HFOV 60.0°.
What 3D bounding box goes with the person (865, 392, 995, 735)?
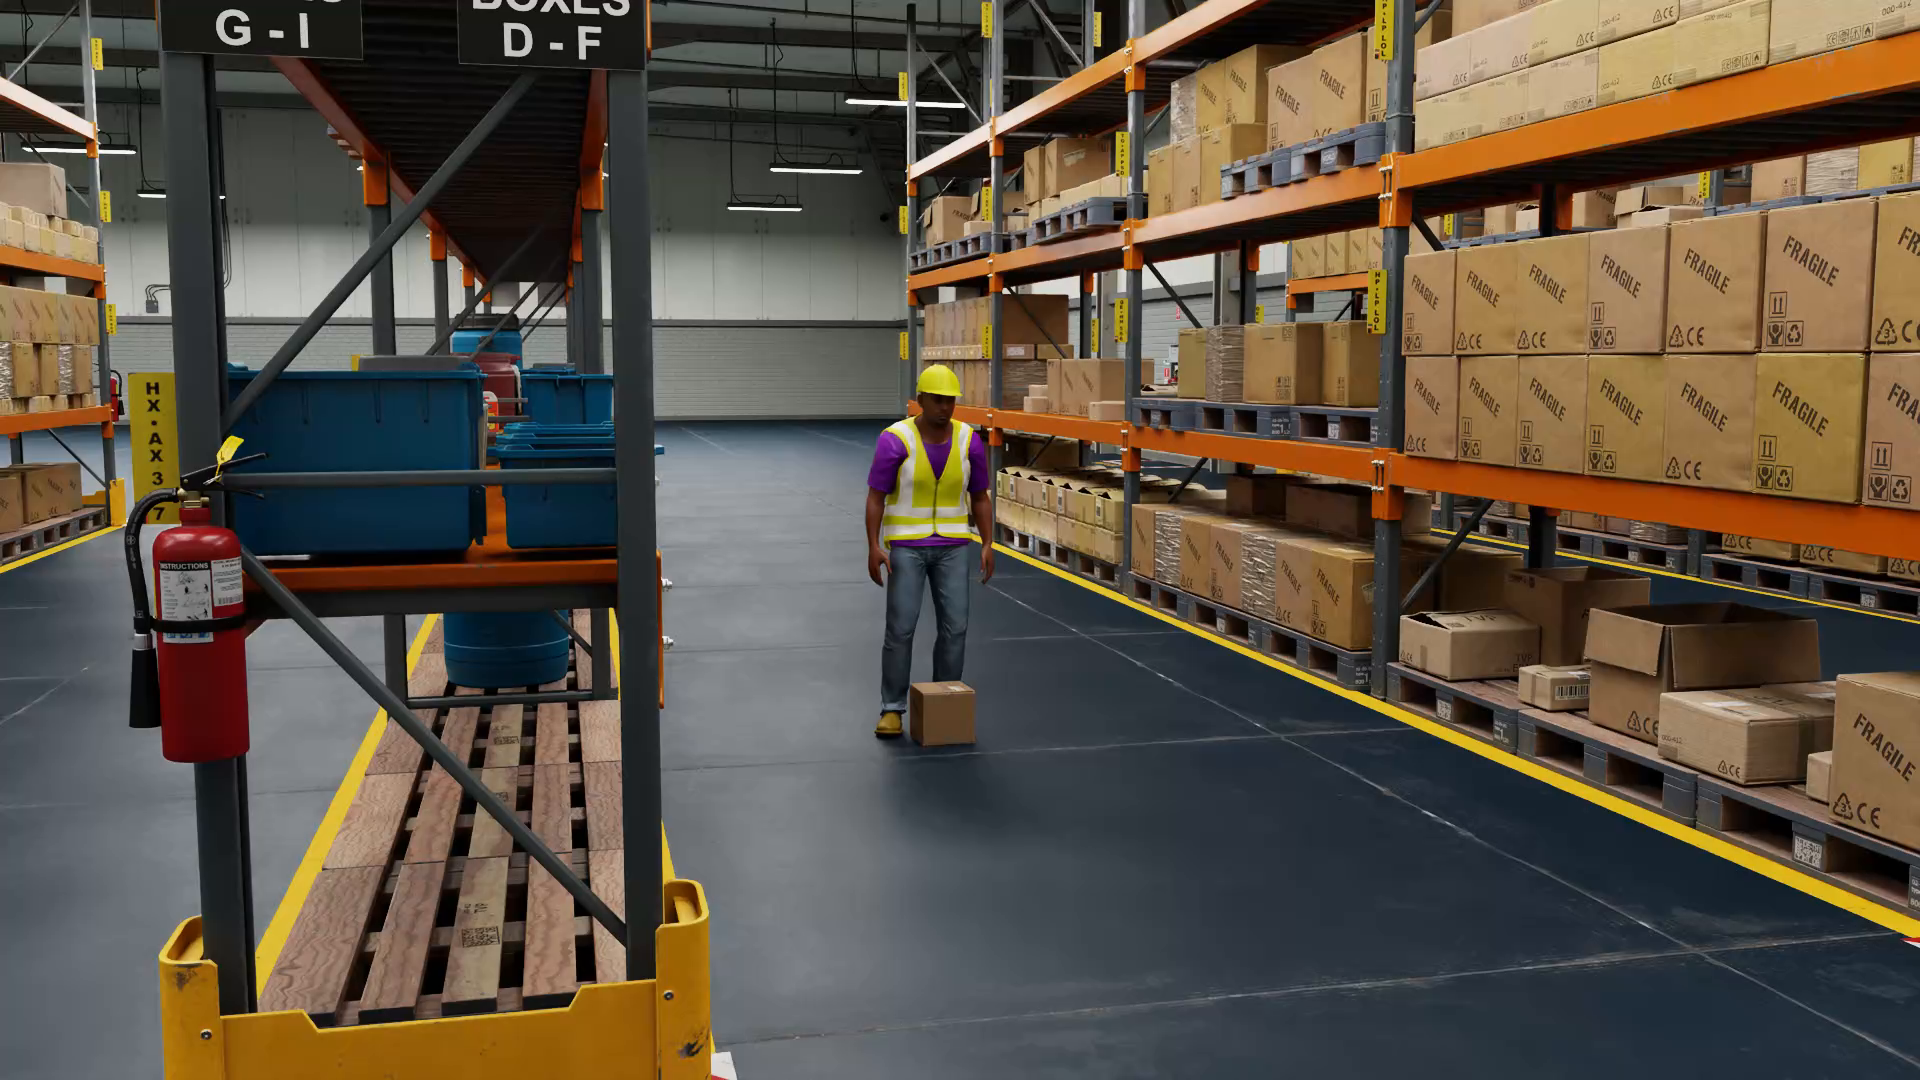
[{"bbox_3d":[-10.343,-2.921,1.606,23.575,9.002,6.346,-2,6,-16],"label":"person"}]
